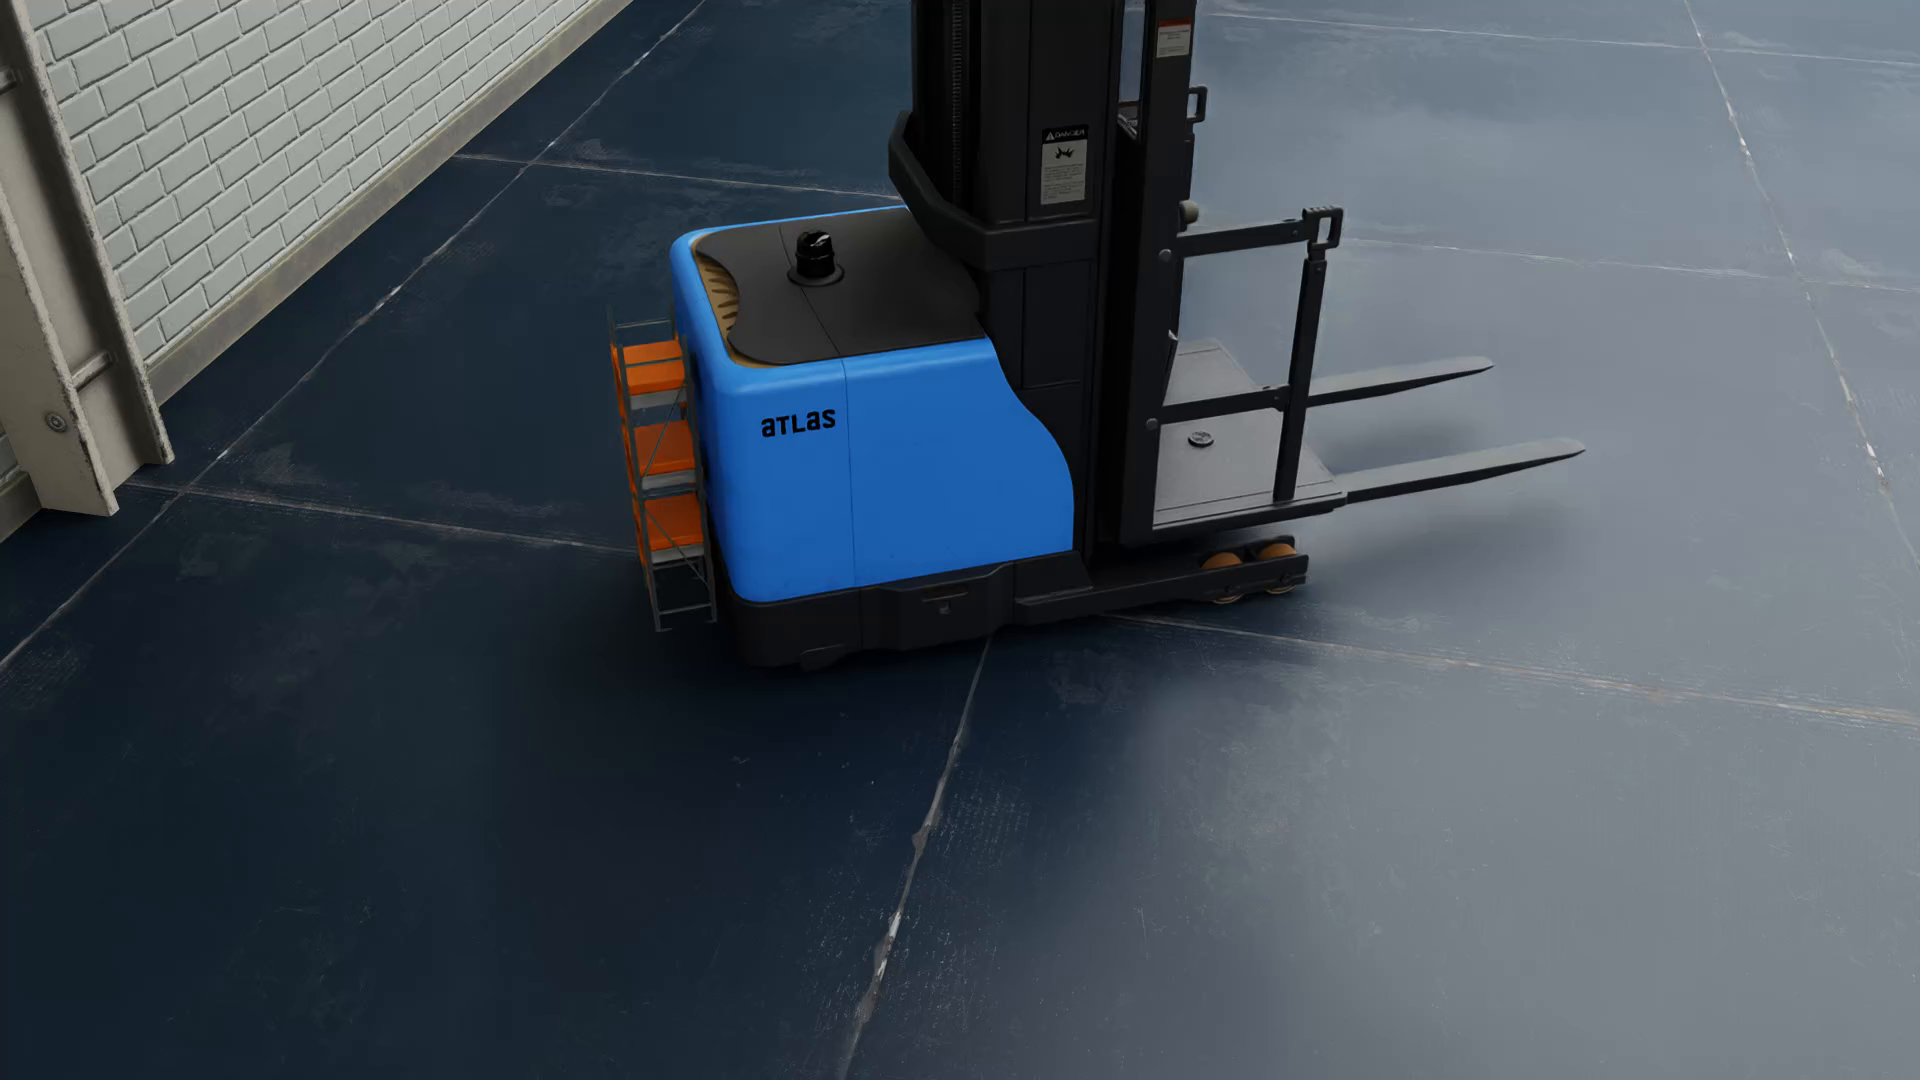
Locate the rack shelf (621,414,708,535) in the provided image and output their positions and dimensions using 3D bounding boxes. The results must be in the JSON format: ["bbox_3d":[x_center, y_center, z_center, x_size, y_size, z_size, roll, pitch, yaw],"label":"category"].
[{"bbox_3d":[-0.916,-0.206,5.158,0.215,0.259,0.240,-10,37,-14],"label":"rack shelf"}]

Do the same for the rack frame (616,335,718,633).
[{"bbox_3d":[-0.881,-0.146,5.057,0.200,1.050,0.008,-10,37,-14],"label":"rack frame"}]

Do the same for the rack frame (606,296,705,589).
[{"bbox_3d":[-0.952,-0.283,5.246,0.200,1.050,0.008,-10,37,-14],"label":"rack frame"}]

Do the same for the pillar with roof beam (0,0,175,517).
[{"bbox_3d":[1.101,-3.319,2.662,9.100,9.000,0.400,7,37,10],"label":"pillar with roof beam"}]

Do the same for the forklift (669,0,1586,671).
[{"bbox_3d":[0.643,-1.266,4.999,3.031,2.935,1.130,-10,37,-13],"label":"forklift"}]

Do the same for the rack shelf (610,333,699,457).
[{"bbox_3d":[-0.916,-0.436,4.991,0.215,0.259,0.240,-10,37,-14],"label":"rack shelf"}]

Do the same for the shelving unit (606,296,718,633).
[{"bbox_3d":[-0.916,-0.214,5.151,0.215,1.050,0.252,-10,37,-14],"label":"shelving unit"}]

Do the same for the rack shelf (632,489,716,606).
[{"bbox_3d":[-0.916,0.019,5.321,0.215,0.259,0.240,-10,37,-14],"label":"rack shelf"}]
